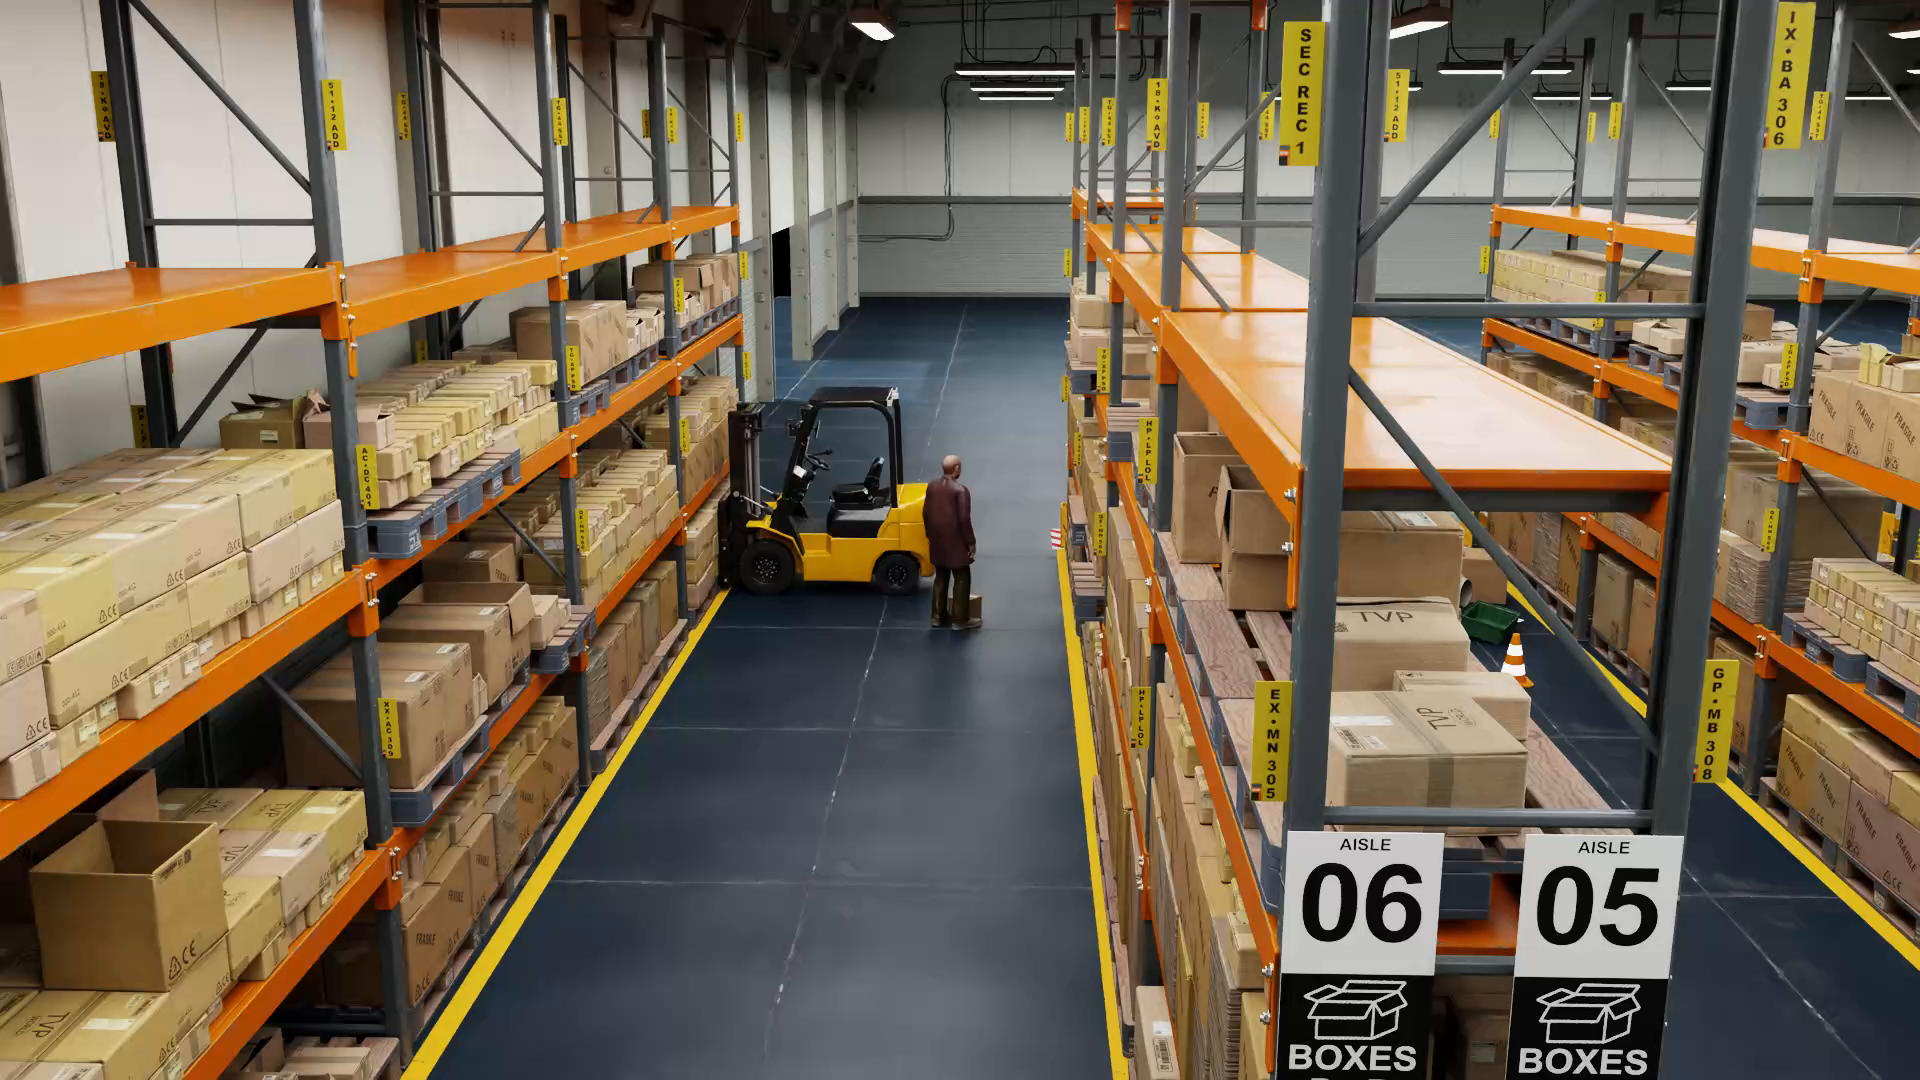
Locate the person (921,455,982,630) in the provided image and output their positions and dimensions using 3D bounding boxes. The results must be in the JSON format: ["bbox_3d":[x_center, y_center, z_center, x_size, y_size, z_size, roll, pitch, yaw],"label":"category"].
[{"bbox_3d":[-0.101,0.017,16.961,0.647,1.772,0.427,10,17,35],"label":"person"}]
